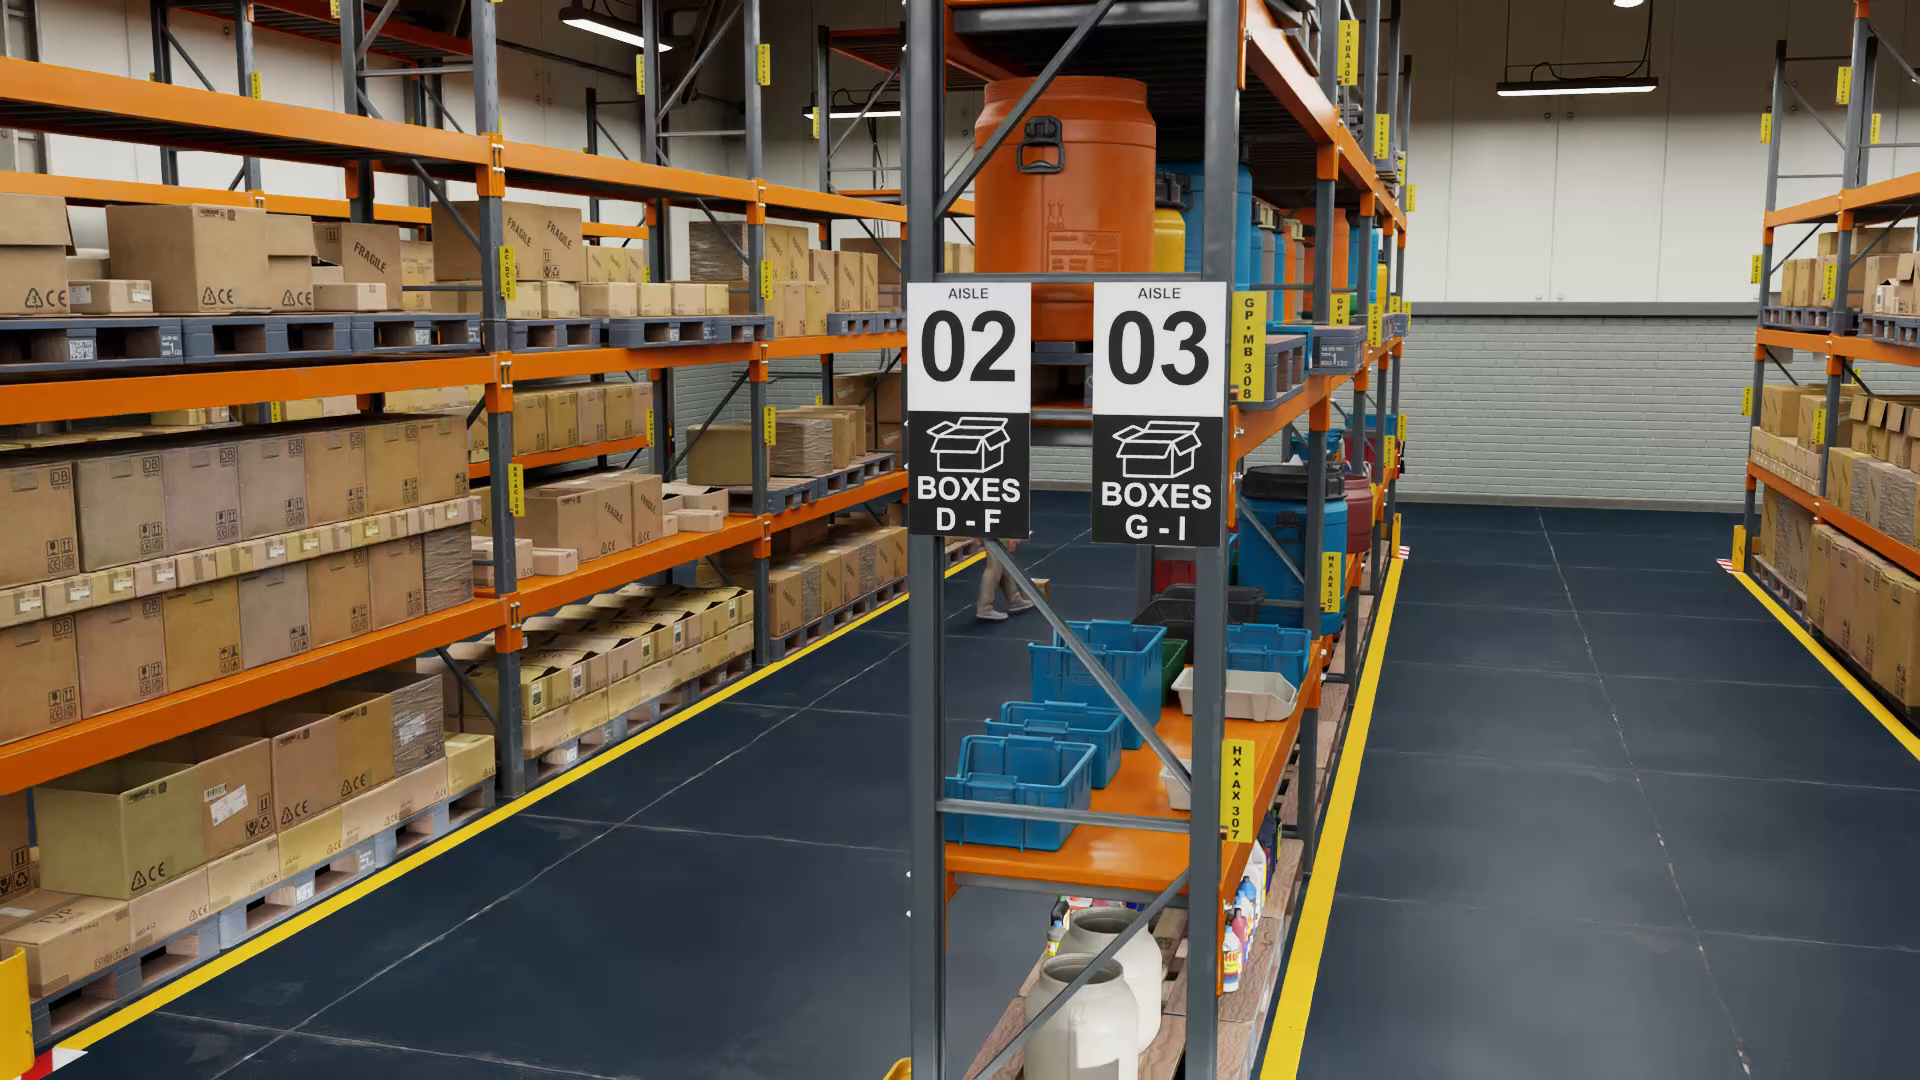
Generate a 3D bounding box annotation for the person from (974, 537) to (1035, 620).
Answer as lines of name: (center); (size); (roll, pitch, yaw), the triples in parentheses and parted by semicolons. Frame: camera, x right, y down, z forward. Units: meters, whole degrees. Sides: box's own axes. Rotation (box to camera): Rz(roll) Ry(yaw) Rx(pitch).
person: (0.488, -0.088, 16.472); (0.780, 1.715, 0.584); (-4, 9, -25)
